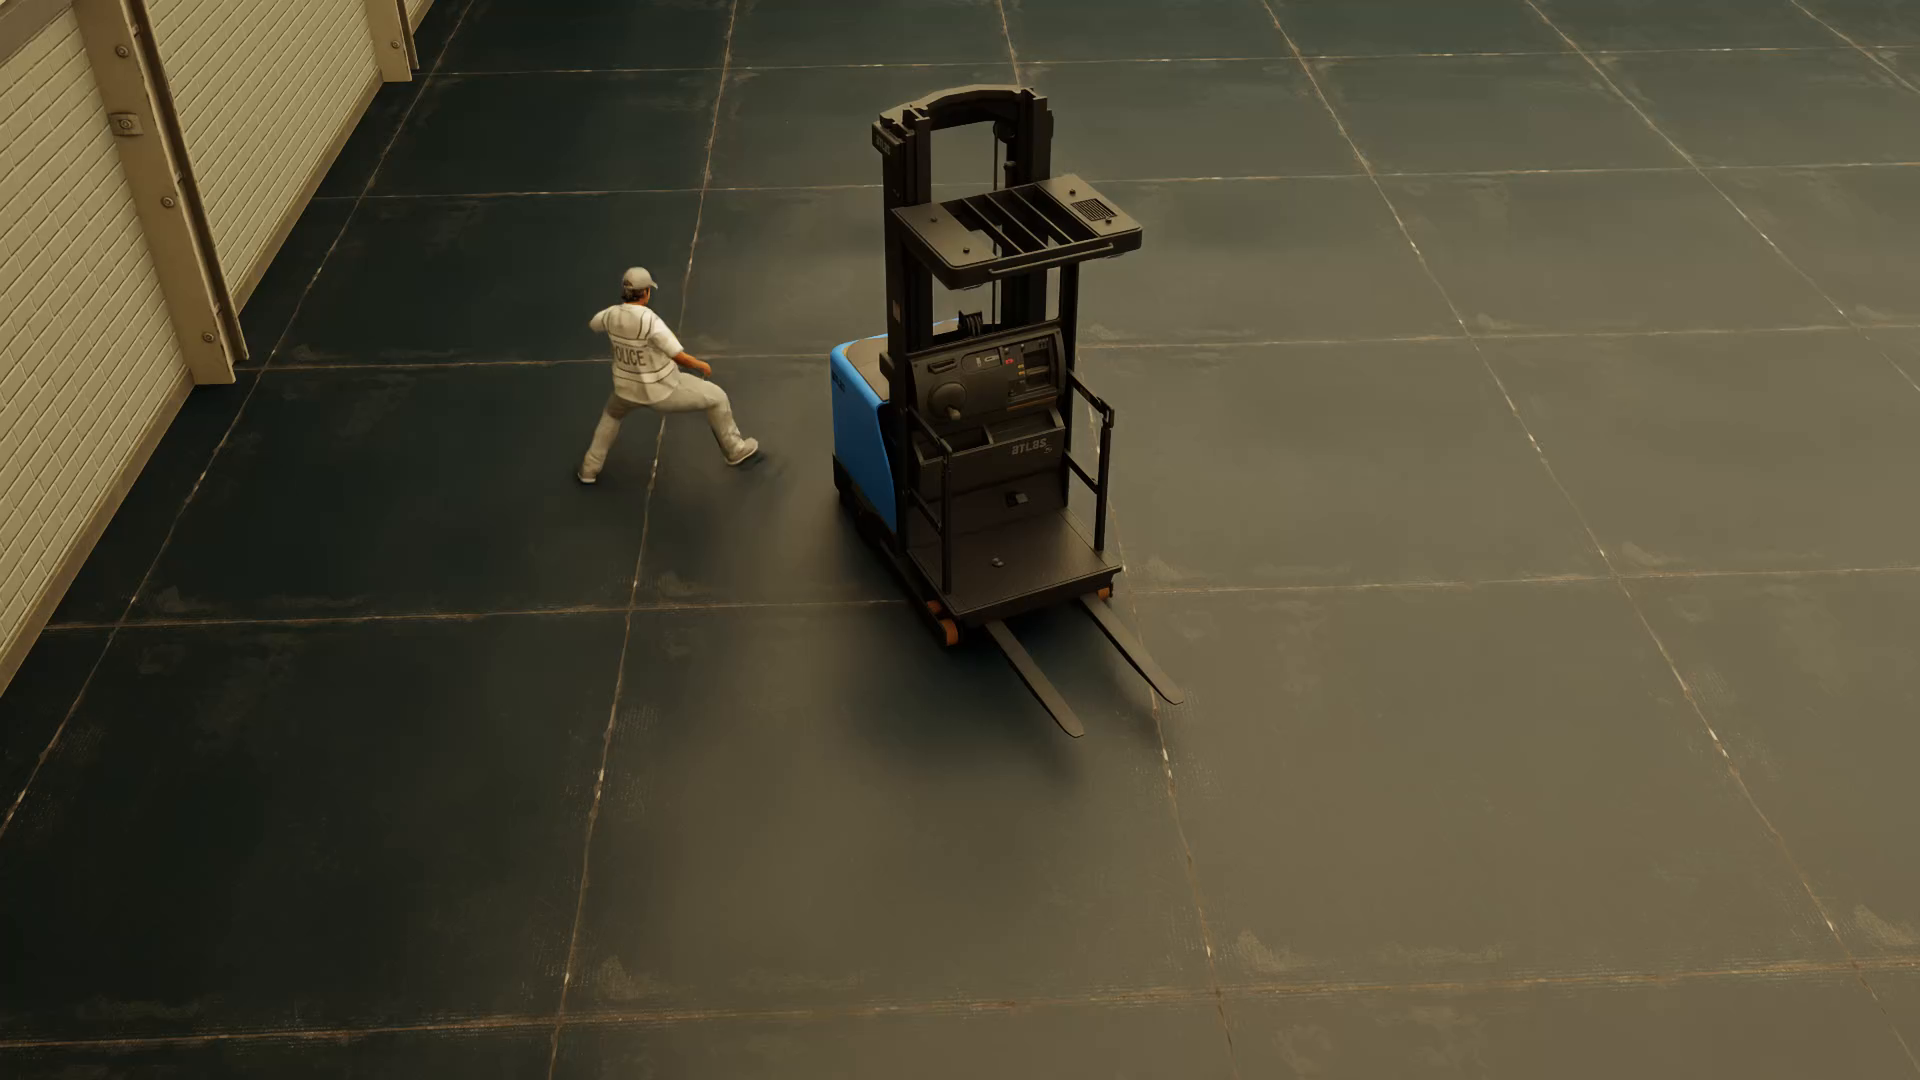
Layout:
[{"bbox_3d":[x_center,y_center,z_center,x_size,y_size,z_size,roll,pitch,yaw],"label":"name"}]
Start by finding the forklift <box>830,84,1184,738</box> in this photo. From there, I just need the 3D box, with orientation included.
[{"bbox_3d":[0.258,-0.860,9.192,1.130,2.935,3.031,-15,39,-20],"label":"forklift"}]

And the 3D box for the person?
[{"bbox_3d":[-1.986,-1.086,10.761,0.976,1.519,0.916,16,39,21],"label":"person"}]
